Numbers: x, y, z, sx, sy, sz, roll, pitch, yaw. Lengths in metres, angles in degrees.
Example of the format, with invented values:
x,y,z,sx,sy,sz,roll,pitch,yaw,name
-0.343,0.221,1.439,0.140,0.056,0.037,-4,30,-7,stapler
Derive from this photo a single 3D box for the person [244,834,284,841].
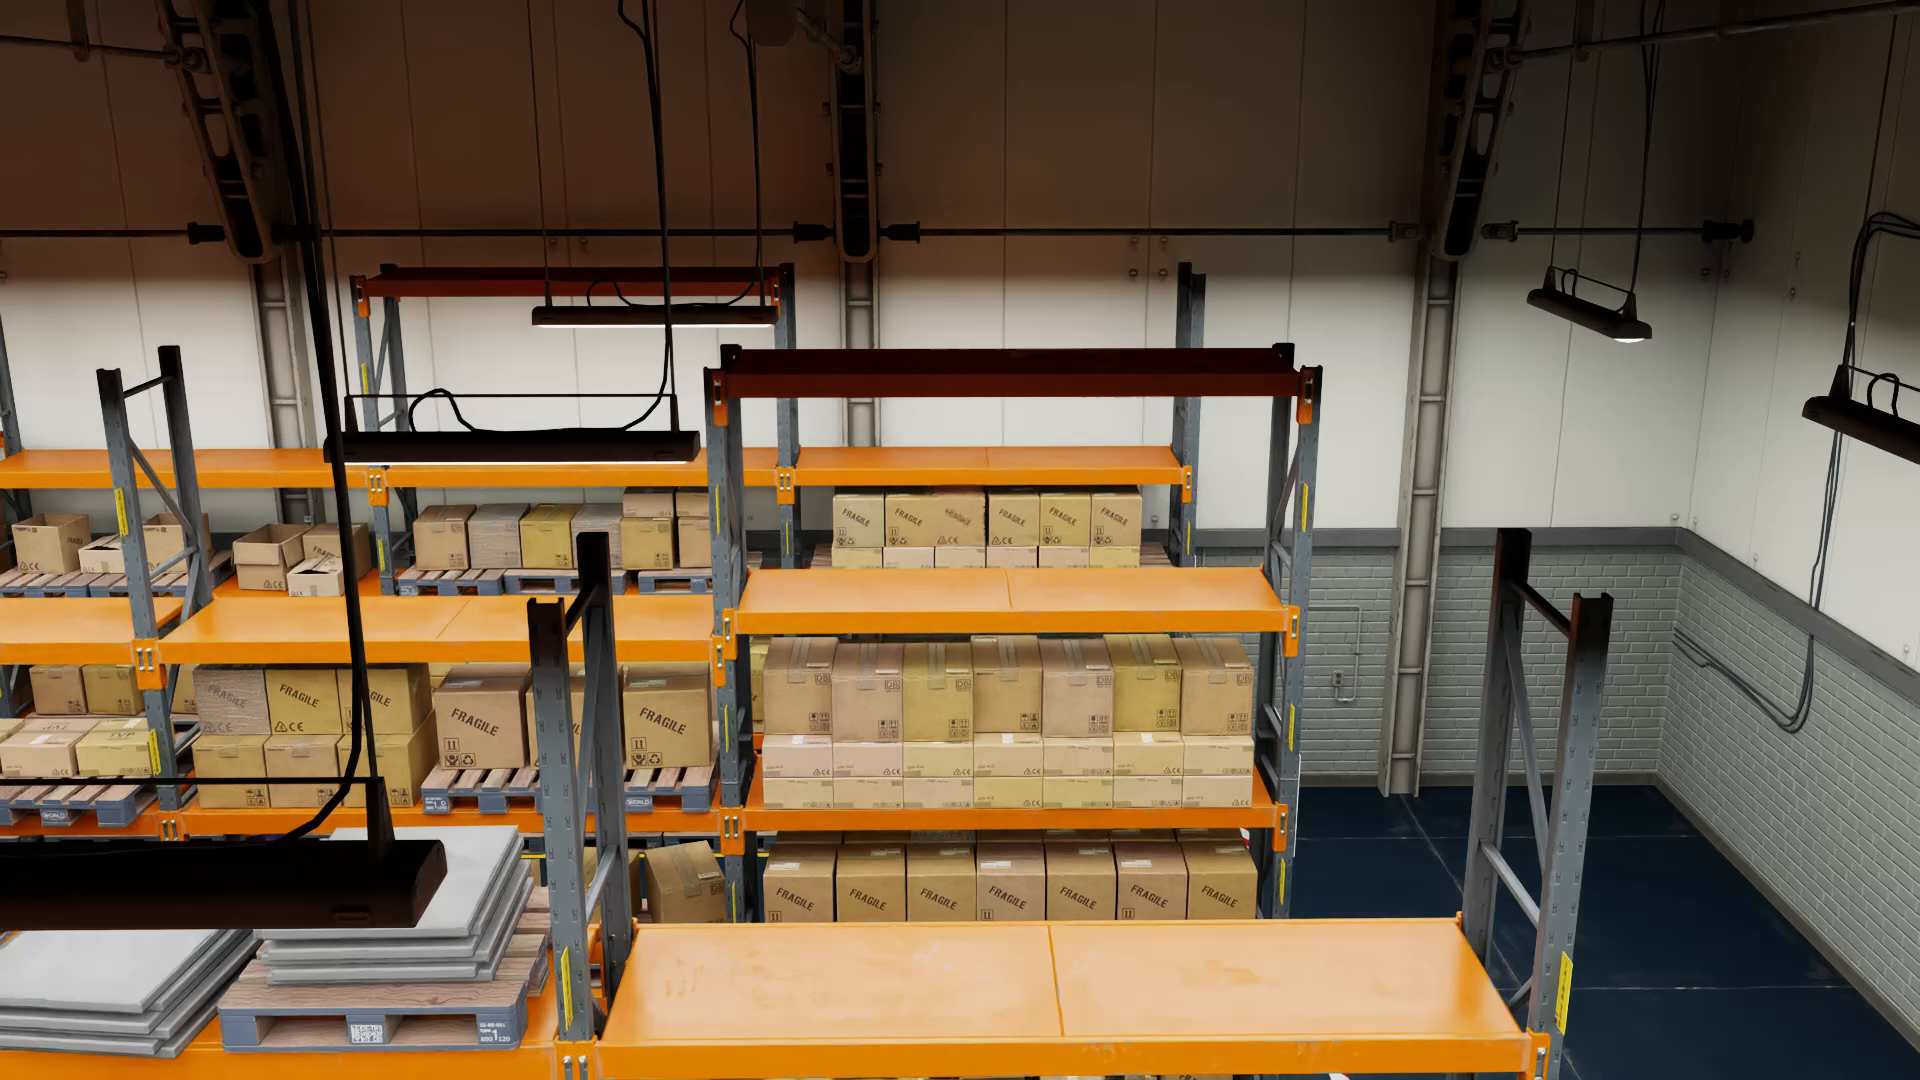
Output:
x,y,z,sx,sy,sz,roll,pitch,yaw,name
-6.653,2.890,15.697,0.896,1.610,0.501,2,16,6,person
